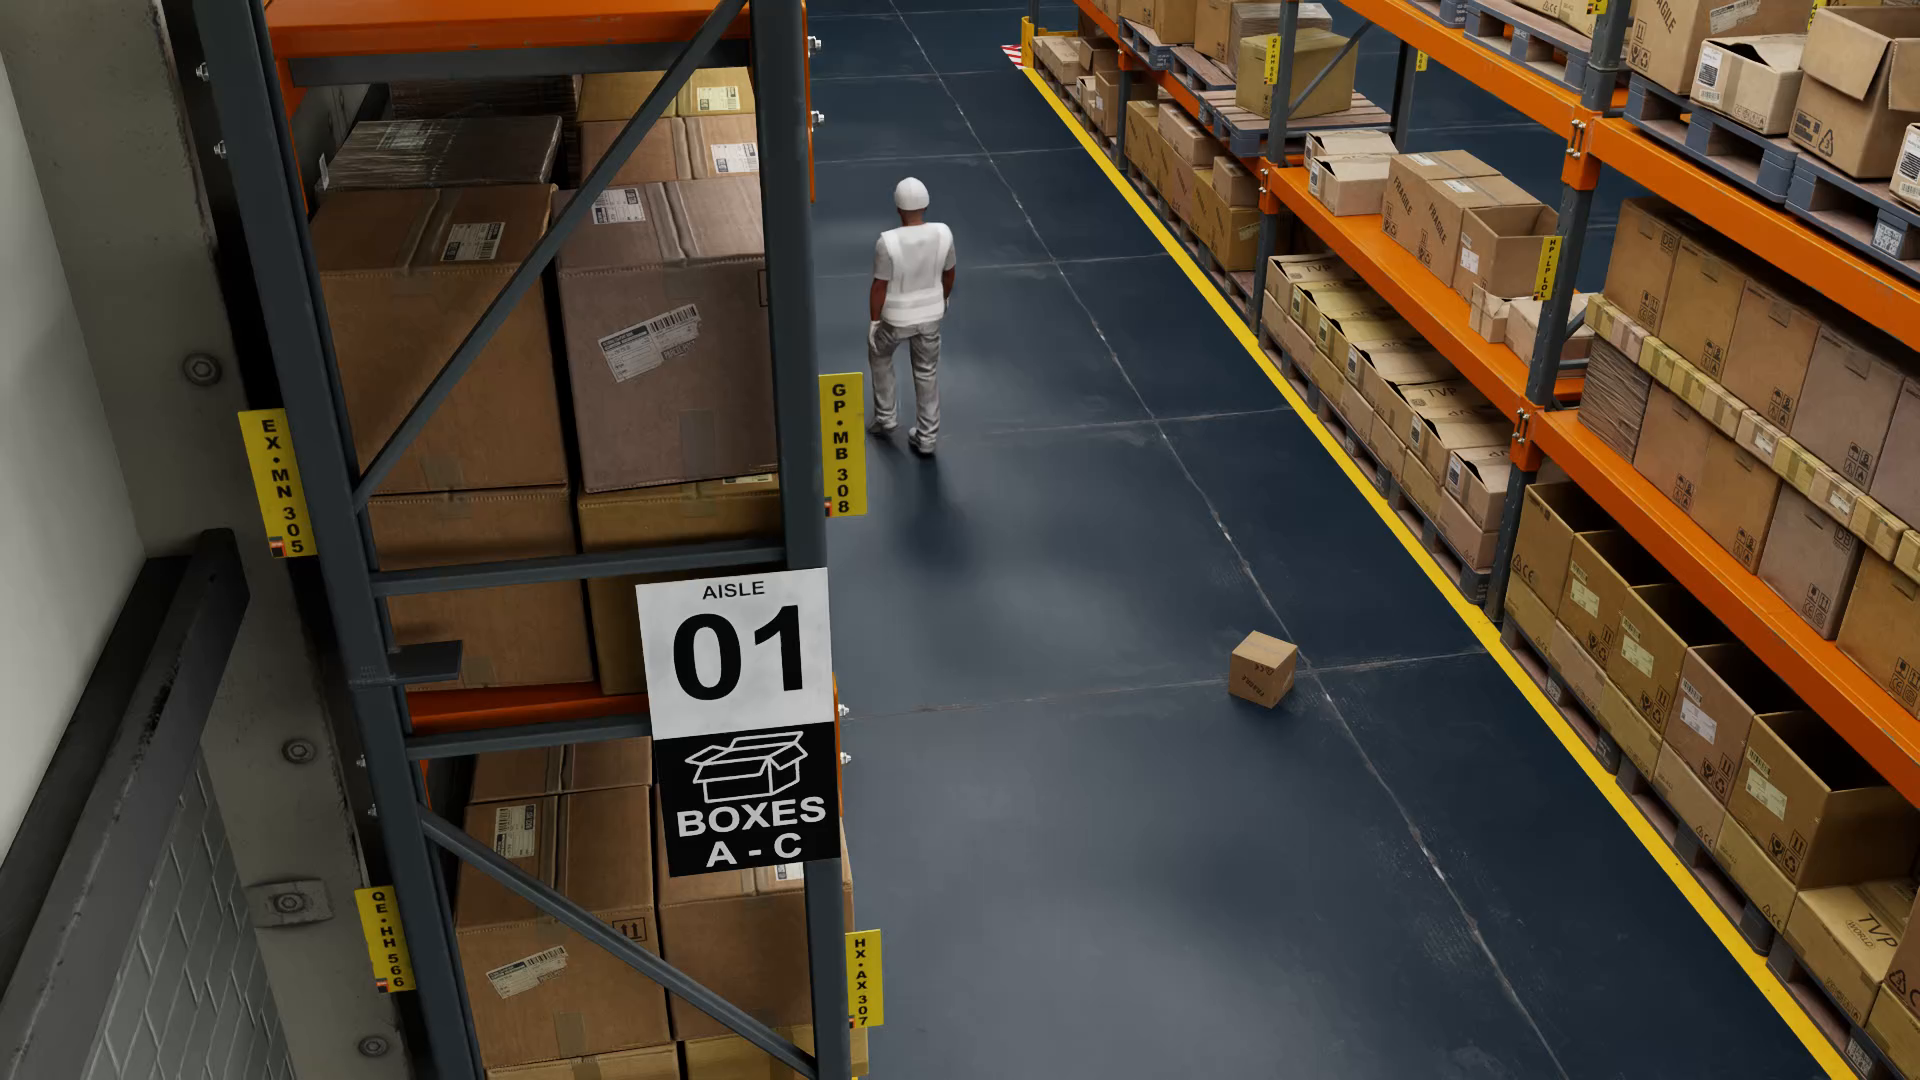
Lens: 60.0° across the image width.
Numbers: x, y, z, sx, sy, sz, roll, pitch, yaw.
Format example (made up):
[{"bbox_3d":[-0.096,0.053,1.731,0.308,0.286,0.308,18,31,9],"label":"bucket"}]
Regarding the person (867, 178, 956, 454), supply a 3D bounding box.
[{"bbox_3d":[-0.330,-1.421,10.547,0.622,1.826,0.573,-11,32,-19],"label":"person"}]
